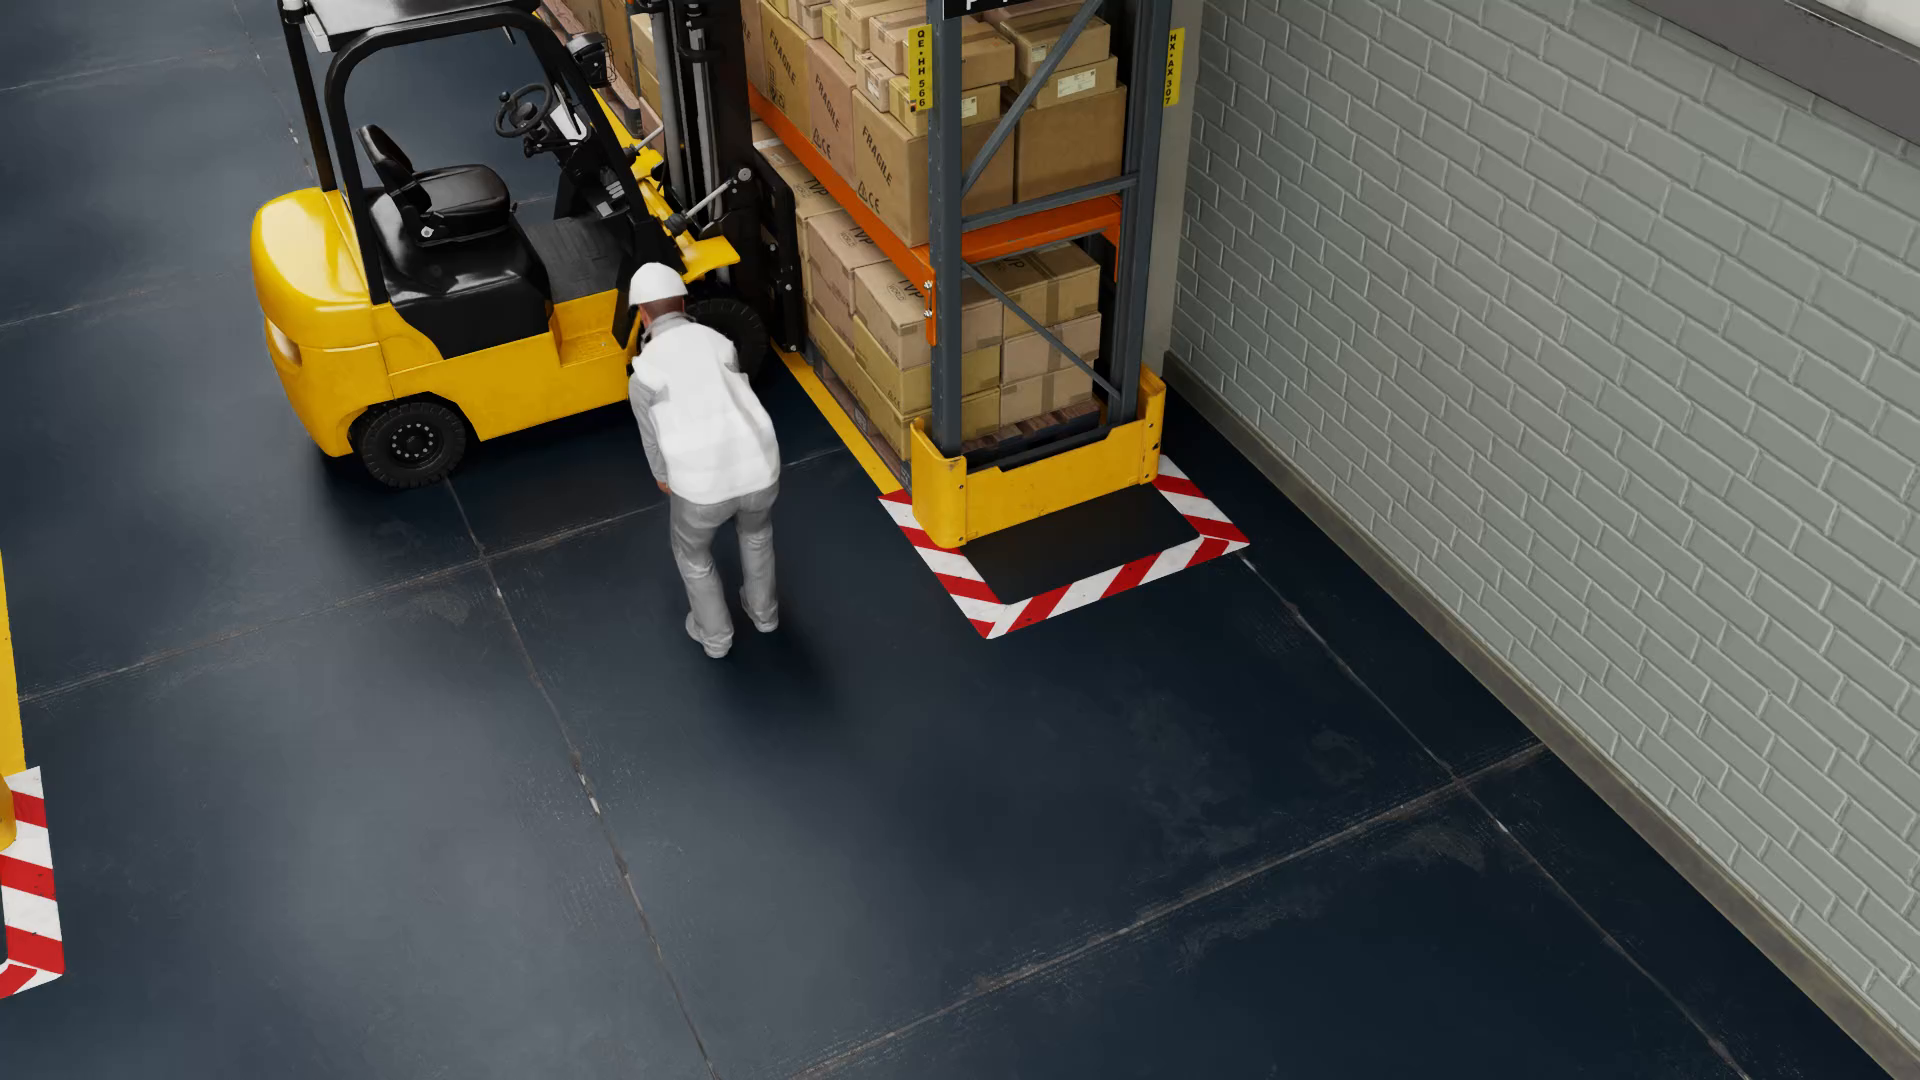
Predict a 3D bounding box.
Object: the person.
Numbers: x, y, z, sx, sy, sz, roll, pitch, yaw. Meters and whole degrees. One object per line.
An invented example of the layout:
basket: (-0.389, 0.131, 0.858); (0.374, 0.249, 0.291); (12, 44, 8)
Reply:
person: (-0.950, -0.269, 6.449); (0.589, 1.770, 0.464); (-21, 45, -23)
